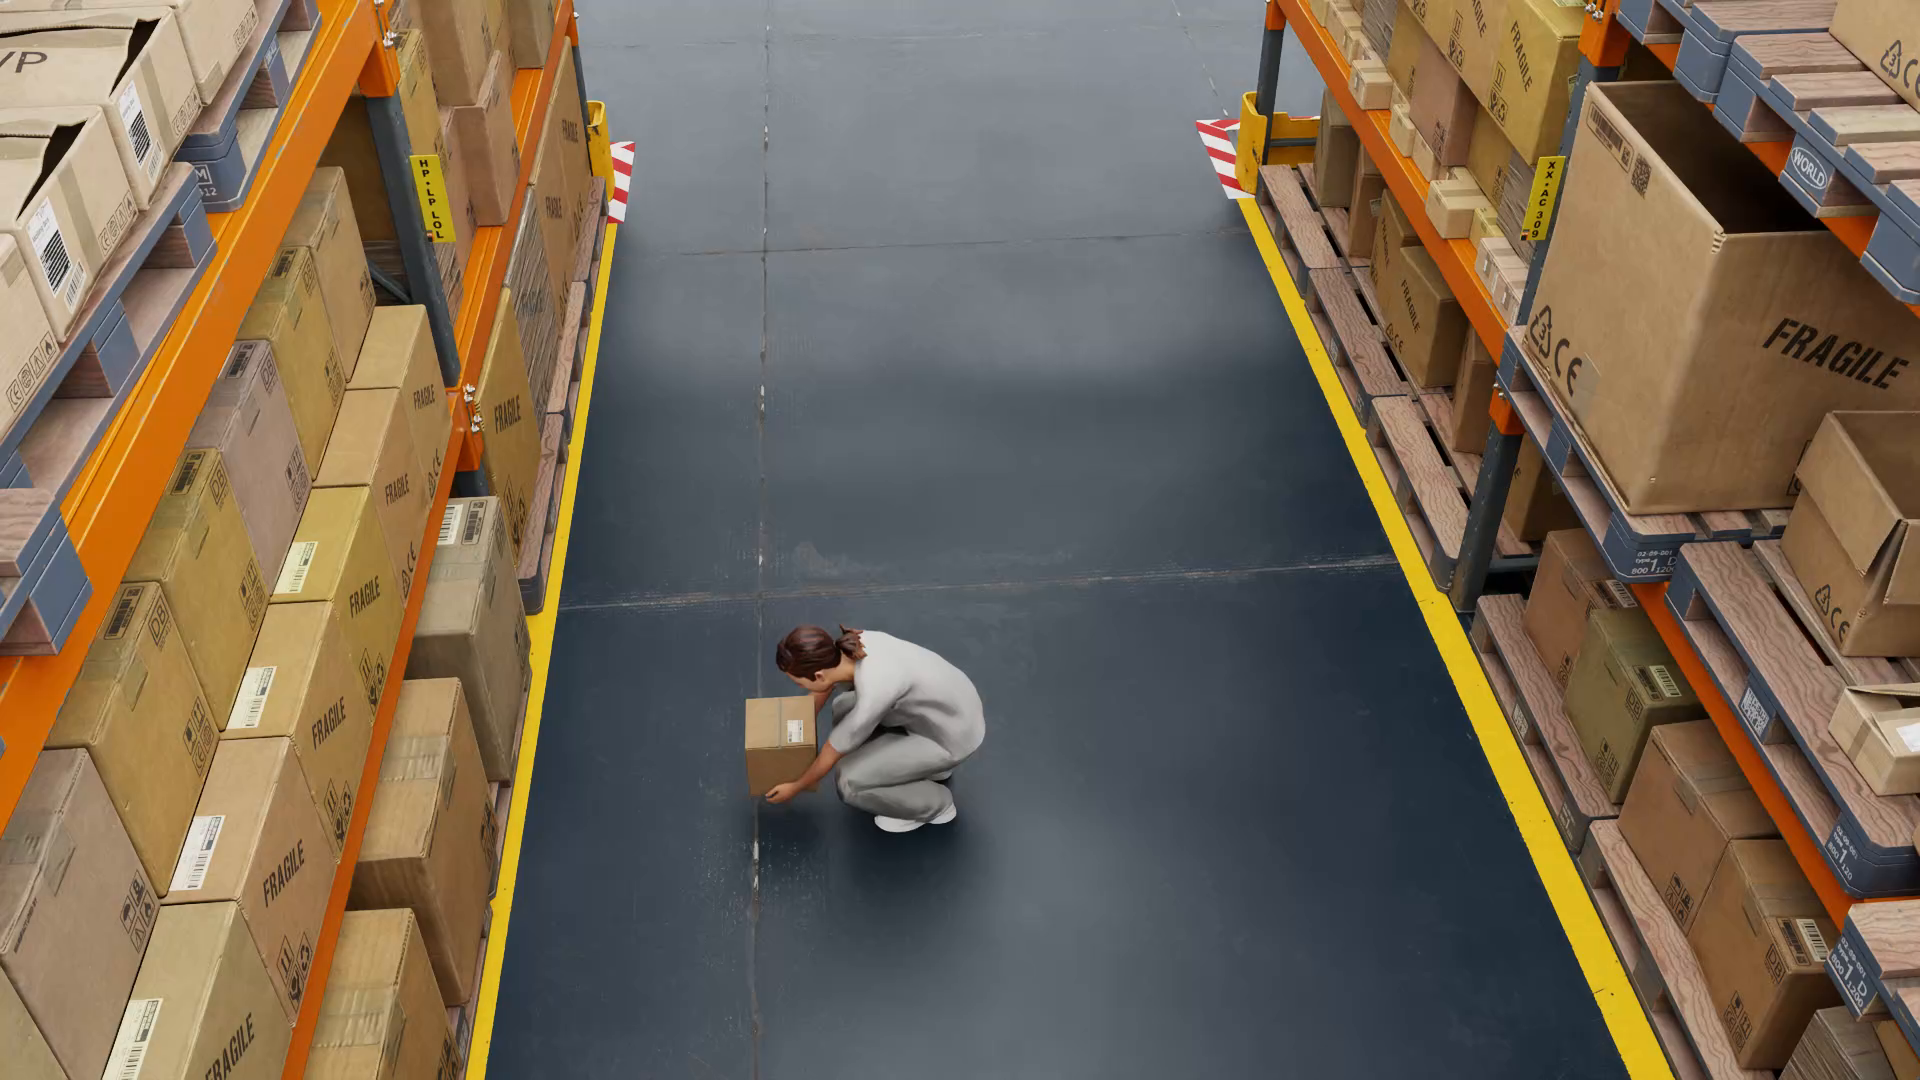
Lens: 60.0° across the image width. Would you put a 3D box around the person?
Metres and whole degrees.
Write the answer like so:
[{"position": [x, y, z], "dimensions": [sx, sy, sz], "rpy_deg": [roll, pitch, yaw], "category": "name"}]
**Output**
[{"position": [-0.314, 0.629, 5.979], "dimensions": [0.811, 0.931, 0.484], "rpy_deg": [-3, 39, -4], "category": "person"}]
